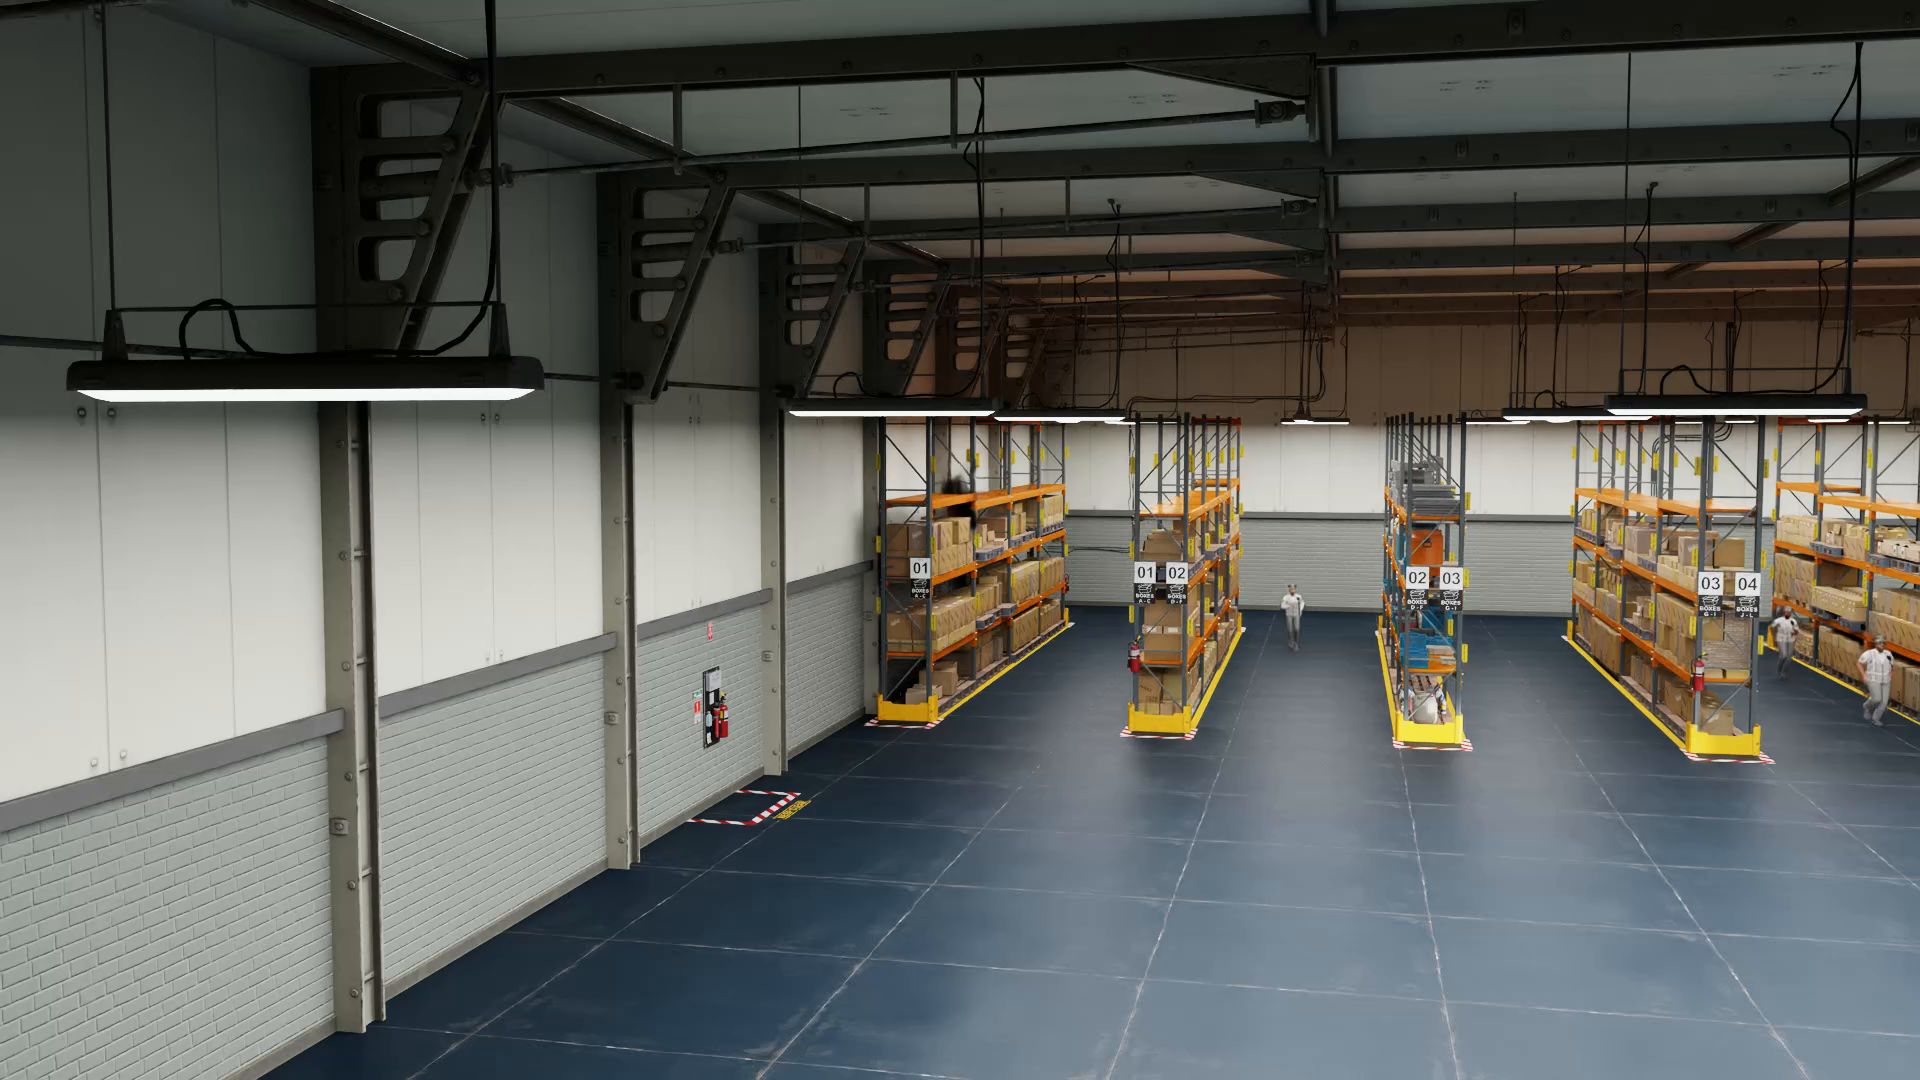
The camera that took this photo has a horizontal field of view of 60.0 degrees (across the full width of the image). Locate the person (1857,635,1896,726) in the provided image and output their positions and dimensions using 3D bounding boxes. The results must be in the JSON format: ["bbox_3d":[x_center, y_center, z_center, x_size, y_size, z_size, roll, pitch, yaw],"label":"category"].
[{"bbox_3d":[17.635,2.665,31.900,0.658,1.667,0.591,0,4,5],"label":"person"}]

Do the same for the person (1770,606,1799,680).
[{"bbox_3d":[18.720,2.327,37.703,0.545,1.686,0.657,1,4,8],"label":"person"}]

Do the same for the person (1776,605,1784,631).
[{"bbox_3d":[22.178,1.900,44.913,0.606,1.641,0.722,3,5,37],"label":"person"}]

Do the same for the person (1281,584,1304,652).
[{"bbox_3d":[8.559,1.992,42.785,0.594,1.754,0.756,1,4,9],"label":"person"}]
